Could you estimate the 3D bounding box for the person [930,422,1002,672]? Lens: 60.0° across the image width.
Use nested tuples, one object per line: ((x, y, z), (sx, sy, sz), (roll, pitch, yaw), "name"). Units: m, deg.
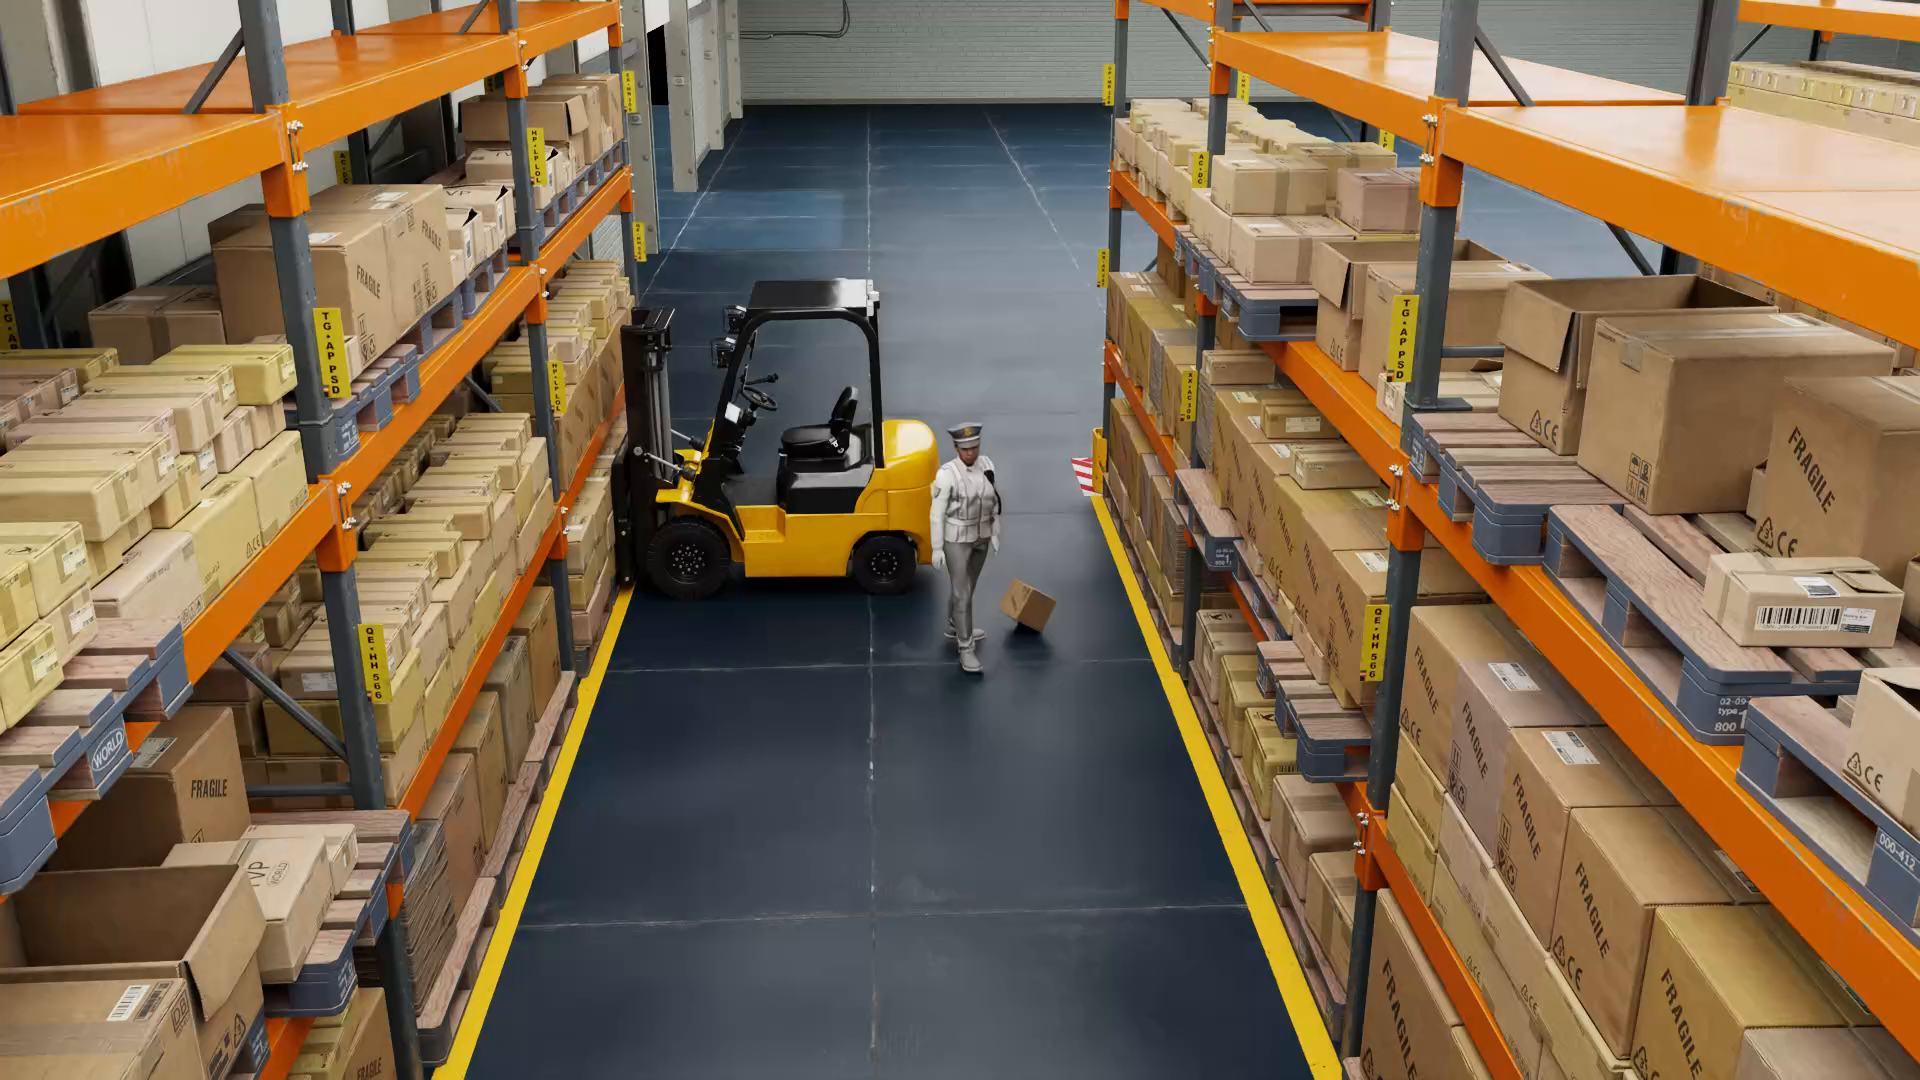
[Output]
((0.042, 0.002, 11.047), (0.529, 1.660, 0.598), (-16, 26, -36), "person")
